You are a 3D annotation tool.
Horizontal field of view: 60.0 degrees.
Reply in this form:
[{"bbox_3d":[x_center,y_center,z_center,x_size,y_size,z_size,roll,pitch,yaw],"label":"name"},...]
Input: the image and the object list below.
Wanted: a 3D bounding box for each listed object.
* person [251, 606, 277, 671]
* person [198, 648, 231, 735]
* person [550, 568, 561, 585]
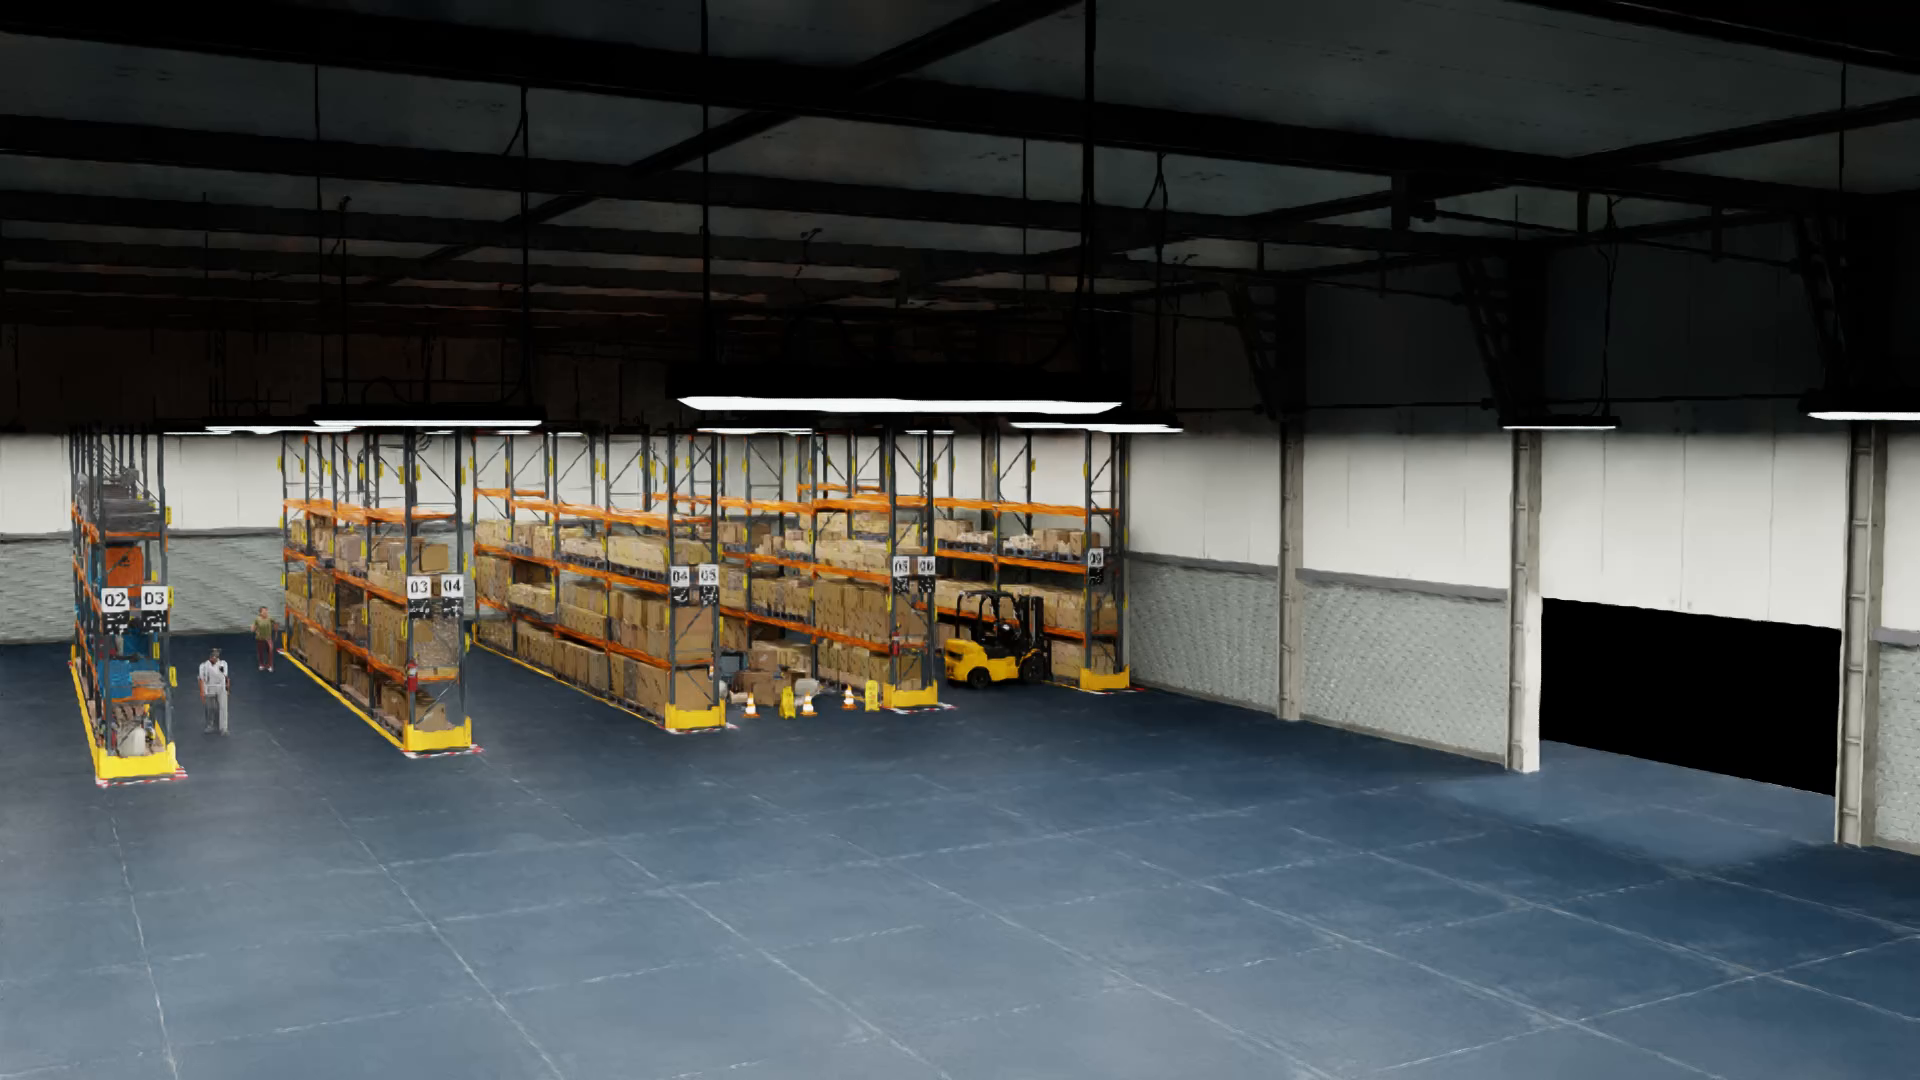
[{"bbox_3d":[-17.081,2.397,40.826,0.603,1.601,0.799,-2,4,-24],"label":"person"},{"bbox_3d":[-14.338,2.892,31.961,0.542,1.675,1.126,-2,4,-27],"label":"person"},{"bbox_3d":[-12.581,1.704,51.718,0.515,1.658,0.534,0,4,7],"label":"person"}]
